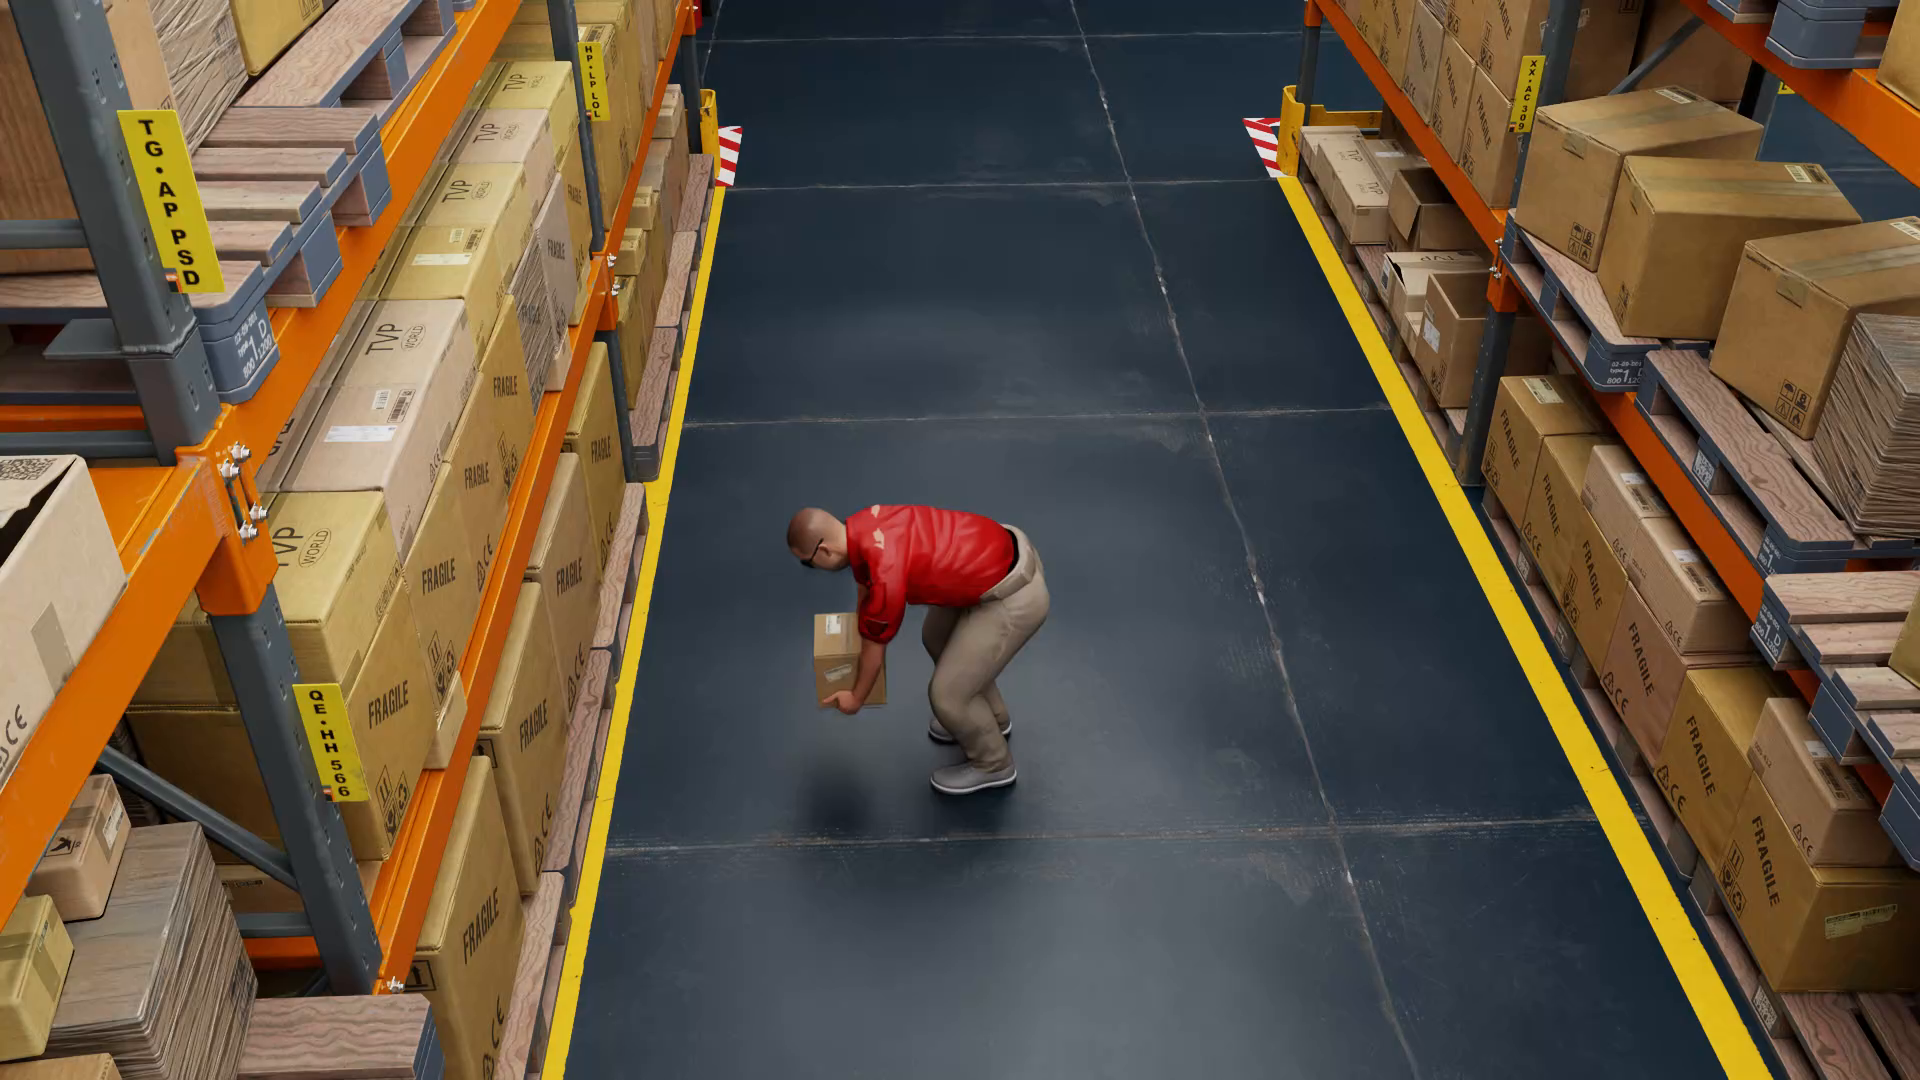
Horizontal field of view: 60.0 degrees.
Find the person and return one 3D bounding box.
[{"bbox_3d":[-0.143,0.366,6.112,0.927,1.187,0.515,-3,35,-4],"label":"person"}]
